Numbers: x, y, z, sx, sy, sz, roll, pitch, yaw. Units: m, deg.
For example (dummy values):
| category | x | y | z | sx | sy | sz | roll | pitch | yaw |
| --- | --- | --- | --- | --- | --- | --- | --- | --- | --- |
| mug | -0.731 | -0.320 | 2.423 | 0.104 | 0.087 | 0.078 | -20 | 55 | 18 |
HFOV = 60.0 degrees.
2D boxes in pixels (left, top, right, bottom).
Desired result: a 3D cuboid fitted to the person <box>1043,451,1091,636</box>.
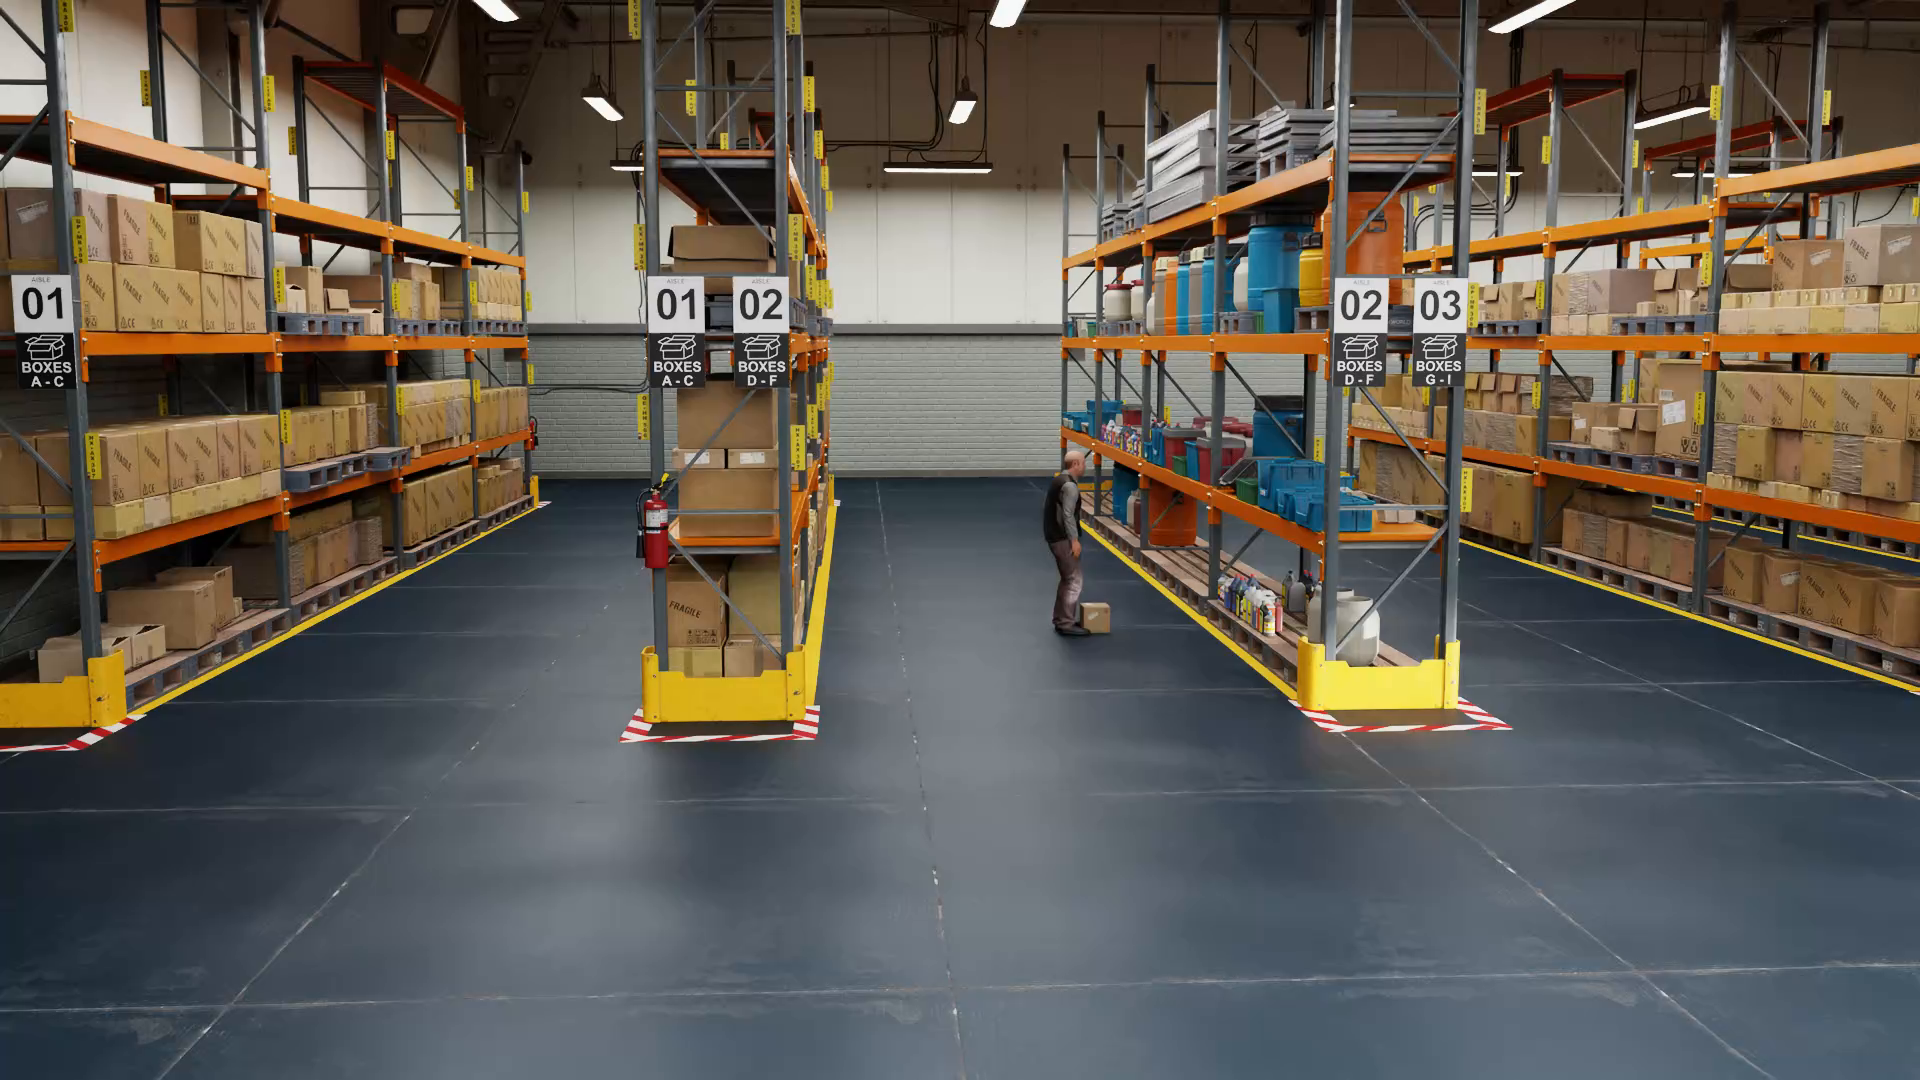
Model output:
| category | x | y | z | sx | sy | sz | roll | pitch | yaw |
| --- | --- | --- | --- | --- | --- | --- | --- | --- | --- |
| person | 1.001 | 0.016 | 15.719 | 0.427 | 1.719 | 0.581 | -1 | 7 | -7 |
